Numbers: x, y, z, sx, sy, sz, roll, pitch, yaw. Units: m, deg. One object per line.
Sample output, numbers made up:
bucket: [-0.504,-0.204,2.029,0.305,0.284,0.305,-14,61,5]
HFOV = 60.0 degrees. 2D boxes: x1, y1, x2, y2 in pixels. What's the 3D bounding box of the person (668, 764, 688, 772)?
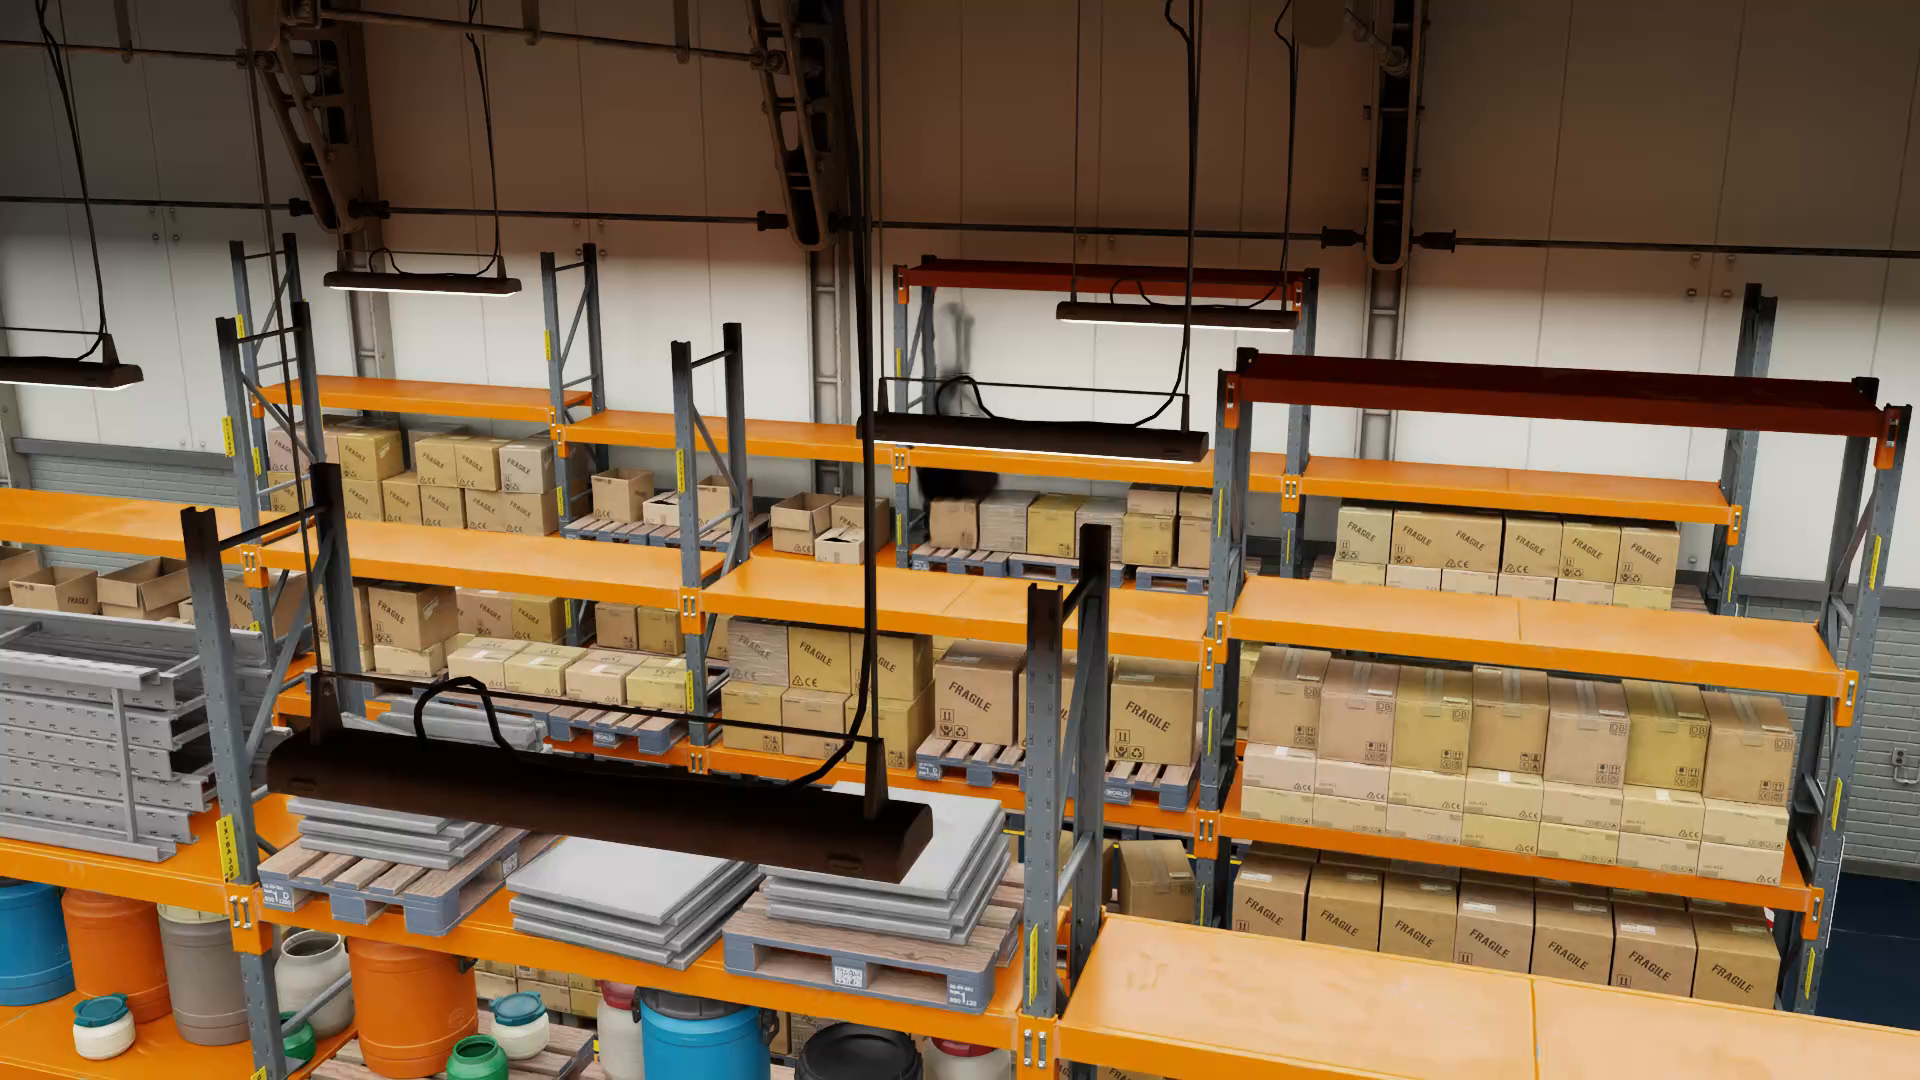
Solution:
person: [-2.780,2.435,16.996,1.023,1.779,0.718,-1,16,-2]
